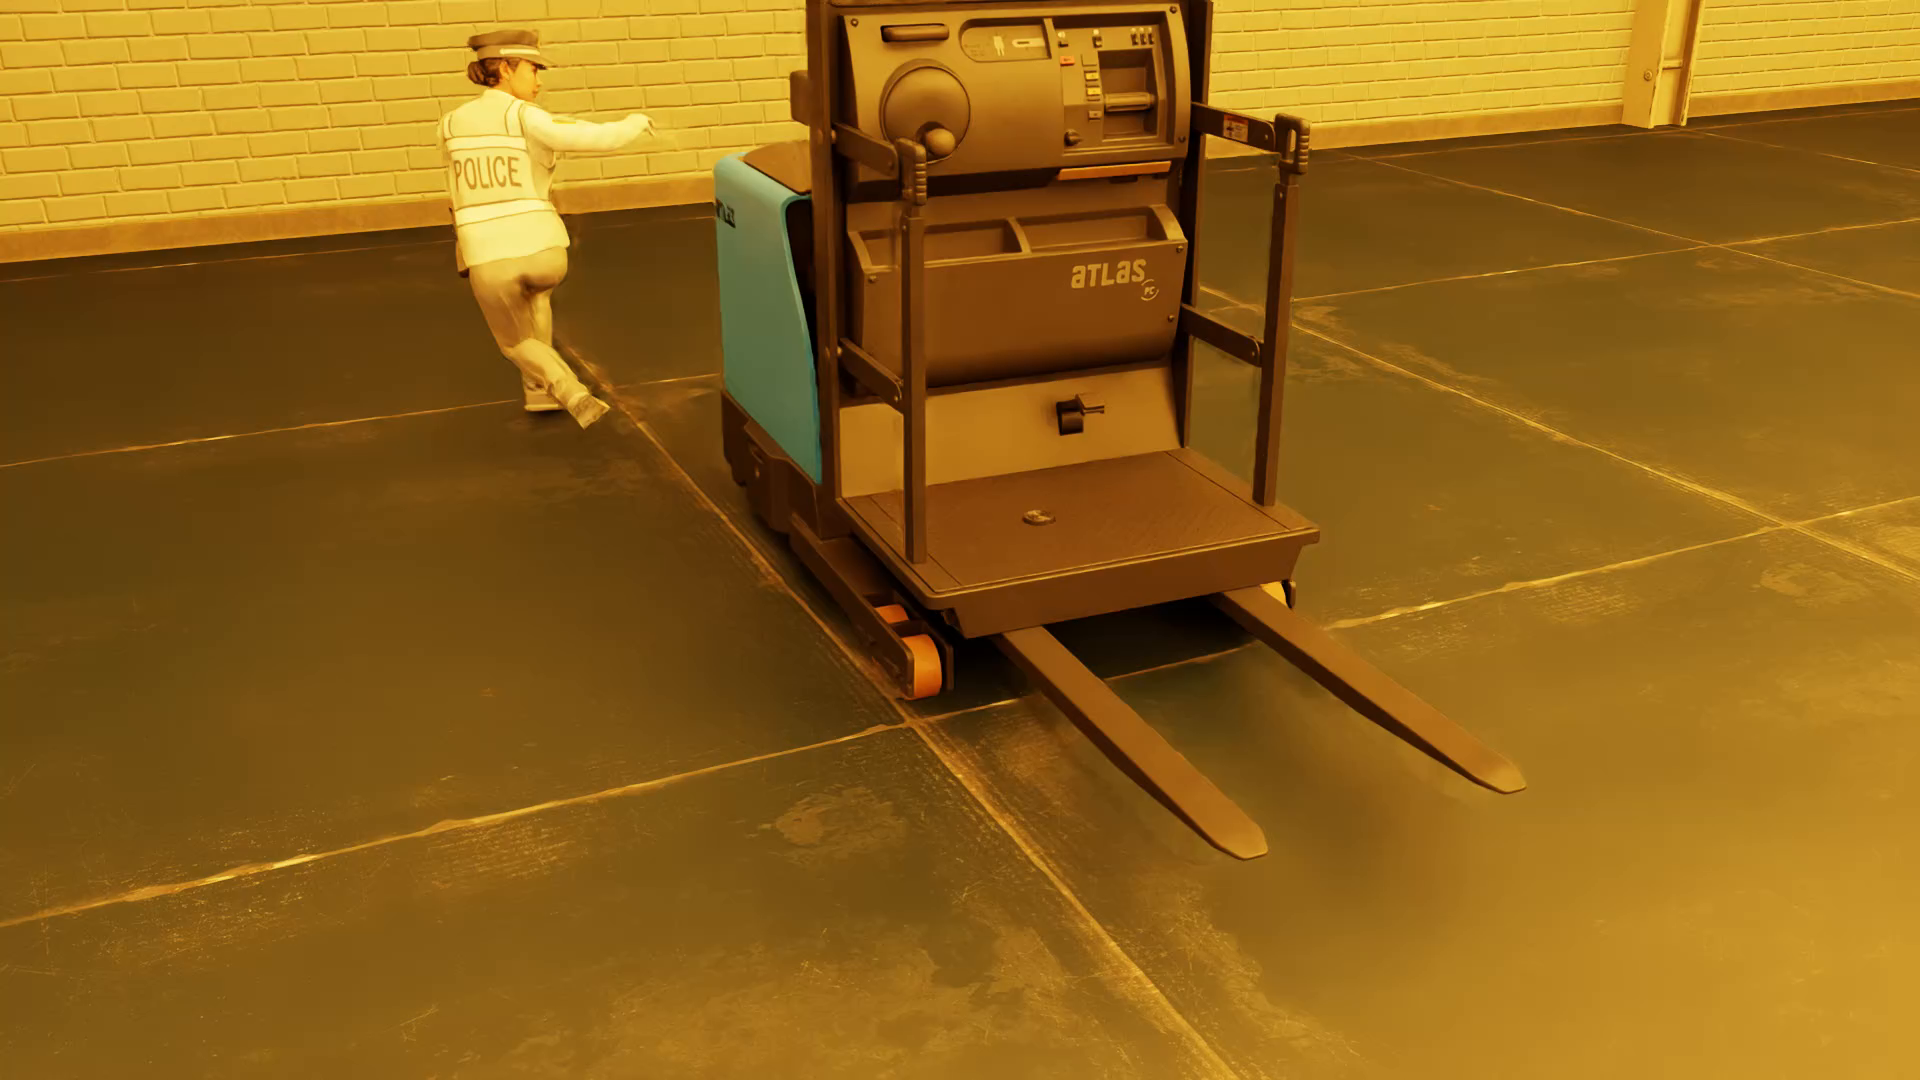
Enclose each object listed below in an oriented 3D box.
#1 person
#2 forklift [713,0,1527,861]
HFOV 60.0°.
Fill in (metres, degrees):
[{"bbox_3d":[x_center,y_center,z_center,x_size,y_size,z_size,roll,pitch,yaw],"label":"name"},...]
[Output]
[{"bbox_3d":[-1.454,-1.110,5.976,0.760,1.424,1.047,-4,23,-10],"label":"person"},{"bbox_3d":[0.244,-1.138,4.027,1.130,2.935,3.031,-9,24,-21],"label":"forklift"}]
